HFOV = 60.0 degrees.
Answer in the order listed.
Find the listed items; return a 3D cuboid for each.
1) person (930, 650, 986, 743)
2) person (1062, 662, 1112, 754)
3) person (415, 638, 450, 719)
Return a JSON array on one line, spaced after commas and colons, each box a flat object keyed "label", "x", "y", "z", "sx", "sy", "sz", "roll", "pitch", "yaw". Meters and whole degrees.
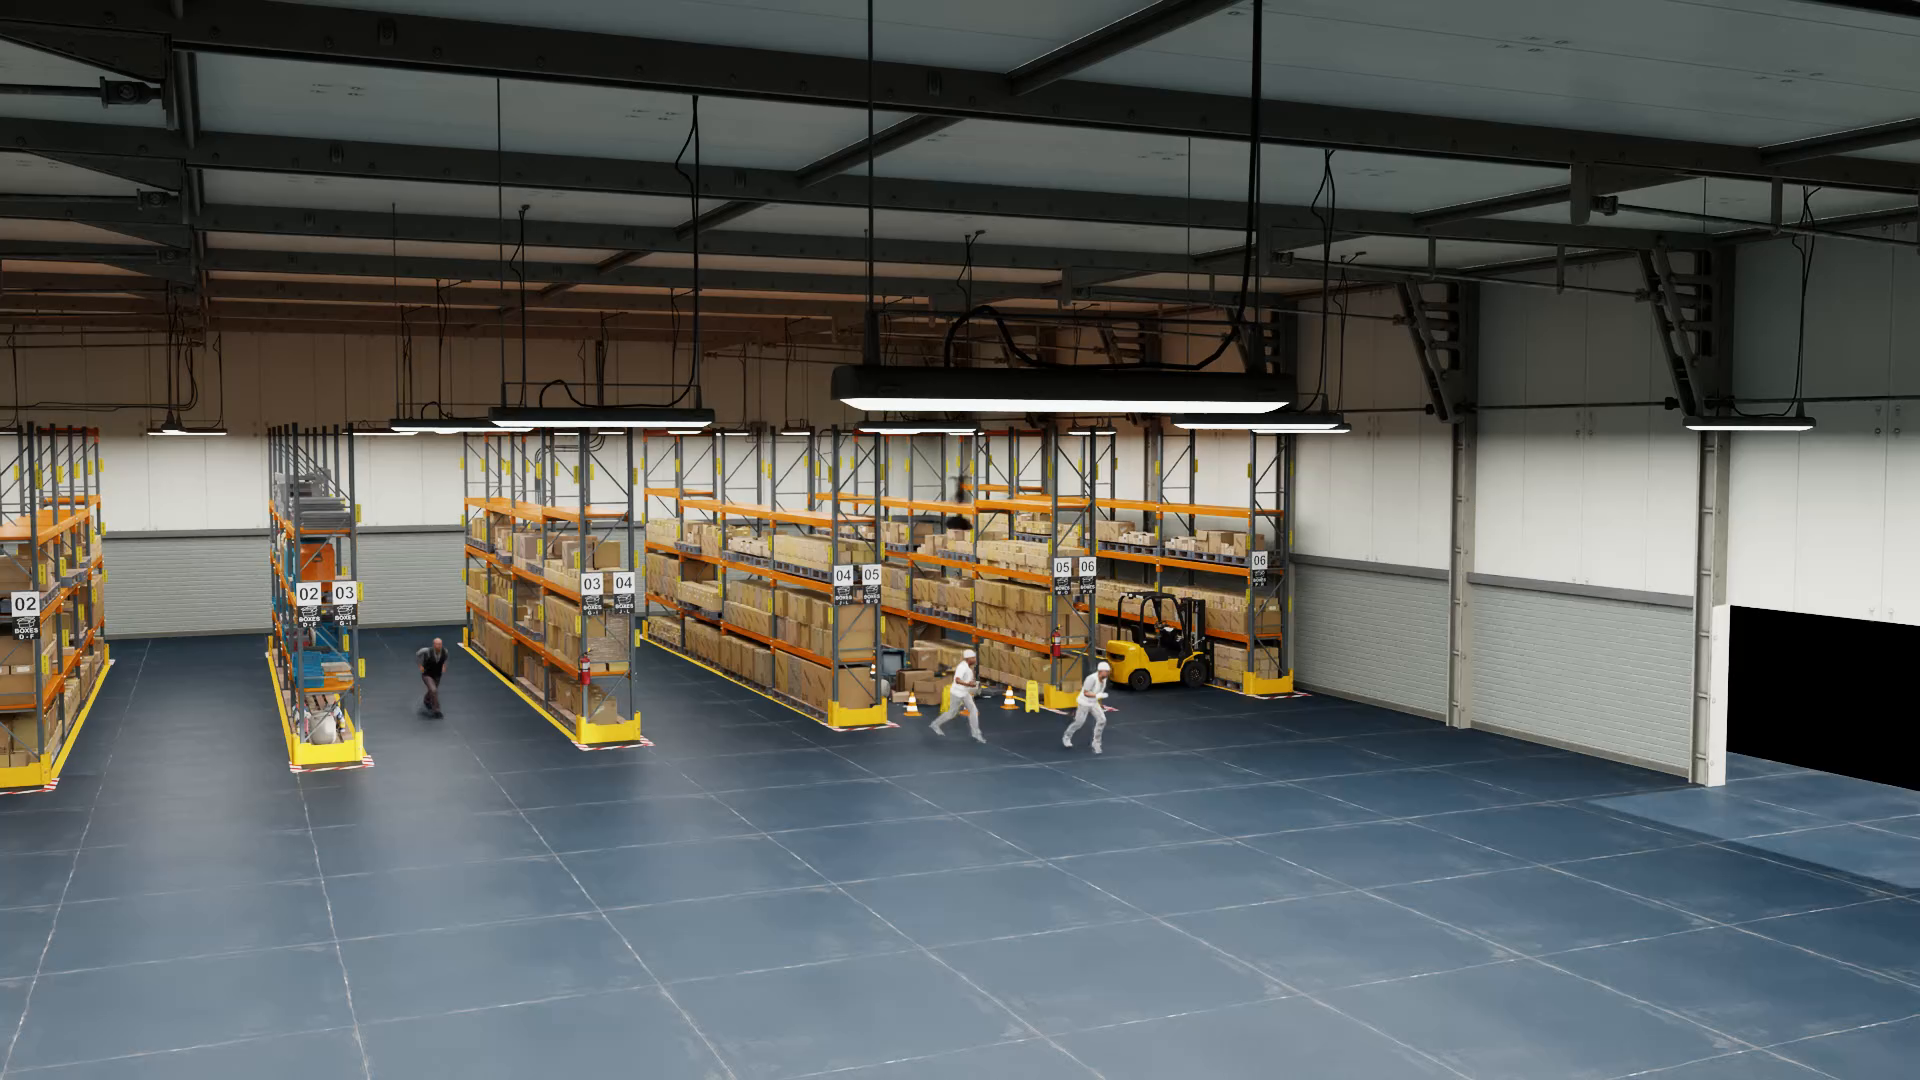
[{"label": "person", "x": -0.036, "y": 2.938, "z": 31.380, "sx": 1.102, "sy": 1.758, "sz": 0.700, "roll": 1, "pitch": 4, "yaw": 22}, {"label": "person", "x": 2.325, "y": 3.058, "z": 30.381, "sx": 1.021, "sy": 1.720, "sz": 0.729, "roll": 2, "pitch": 4, "yaw": 36}, {"label": "person", "x": -10.904, "y": 2.827, "z": 34.301, "sx": 0.696, "sy": 1.680, "sz": 1.007, "roll": -2, "pitch": 4, "yaw": -35}]
